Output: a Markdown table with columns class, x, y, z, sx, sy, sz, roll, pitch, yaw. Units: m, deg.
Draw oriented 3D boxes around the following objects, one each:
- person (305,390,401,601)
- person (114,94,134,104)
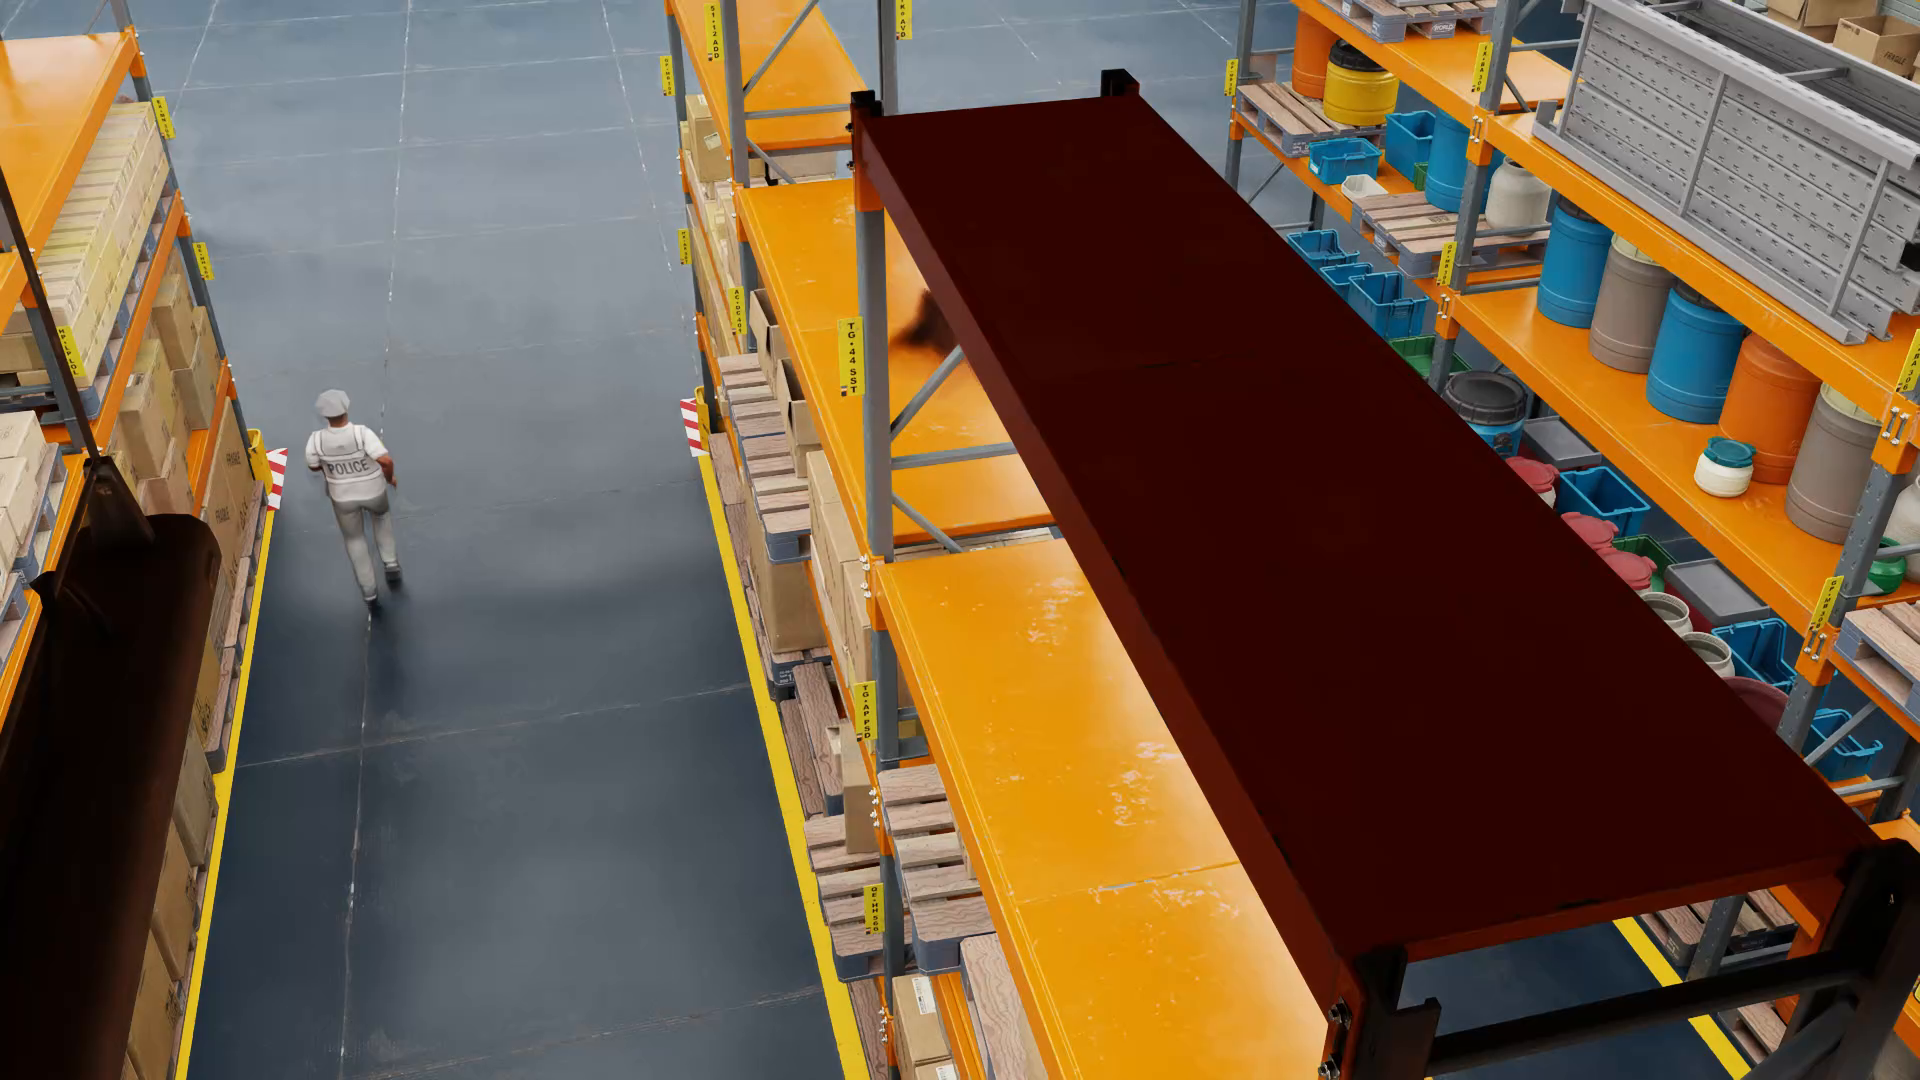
| class | x | y | z | sx | sy | sz | roll | pitch | yaw |
| --- | --- | --- | --- | --- | --- | --- | --- | --- | --- |
| person | -4.726 | -0.355 | 13.069 | 0.631 | 1.845 | 0.768 | -12 | 36 | -17 |
| person | -9.379 | -4.354 | 19.067 | 0.705 | 1.555 | 0.544 | 15 | 37 | 21 |
